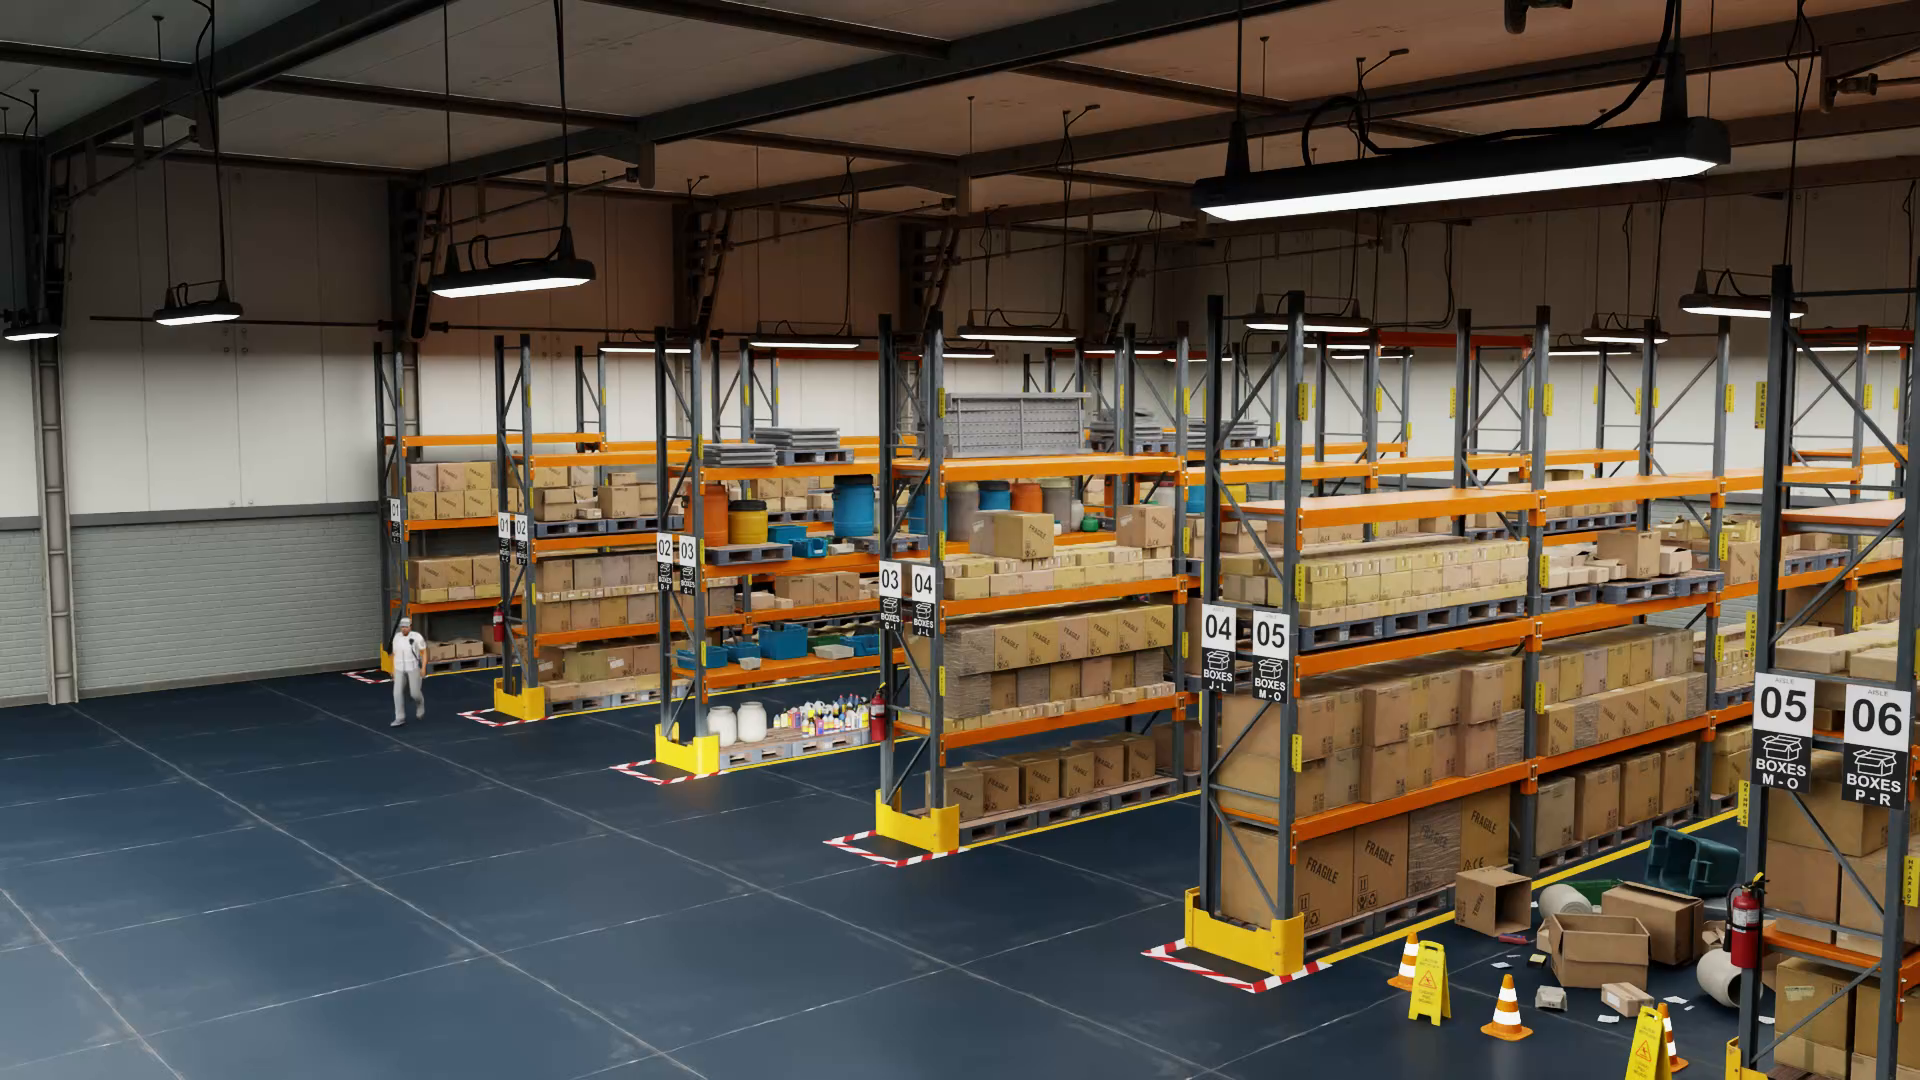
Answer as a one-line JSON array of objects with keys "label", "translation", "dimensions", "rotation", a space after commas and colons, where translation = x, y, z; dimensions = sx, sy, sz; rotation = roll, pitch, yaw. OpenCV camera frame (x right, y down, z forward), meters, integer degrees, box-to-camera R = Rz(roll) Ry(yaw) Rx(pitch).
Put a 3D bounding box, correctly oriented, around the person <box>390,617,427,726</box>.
[{"label": "person", "translation": [-8.497, 2.003, 25.653], "dimensions": [0.585, 1.648, 0.712], "rotation": [0, 5, 3]}]
